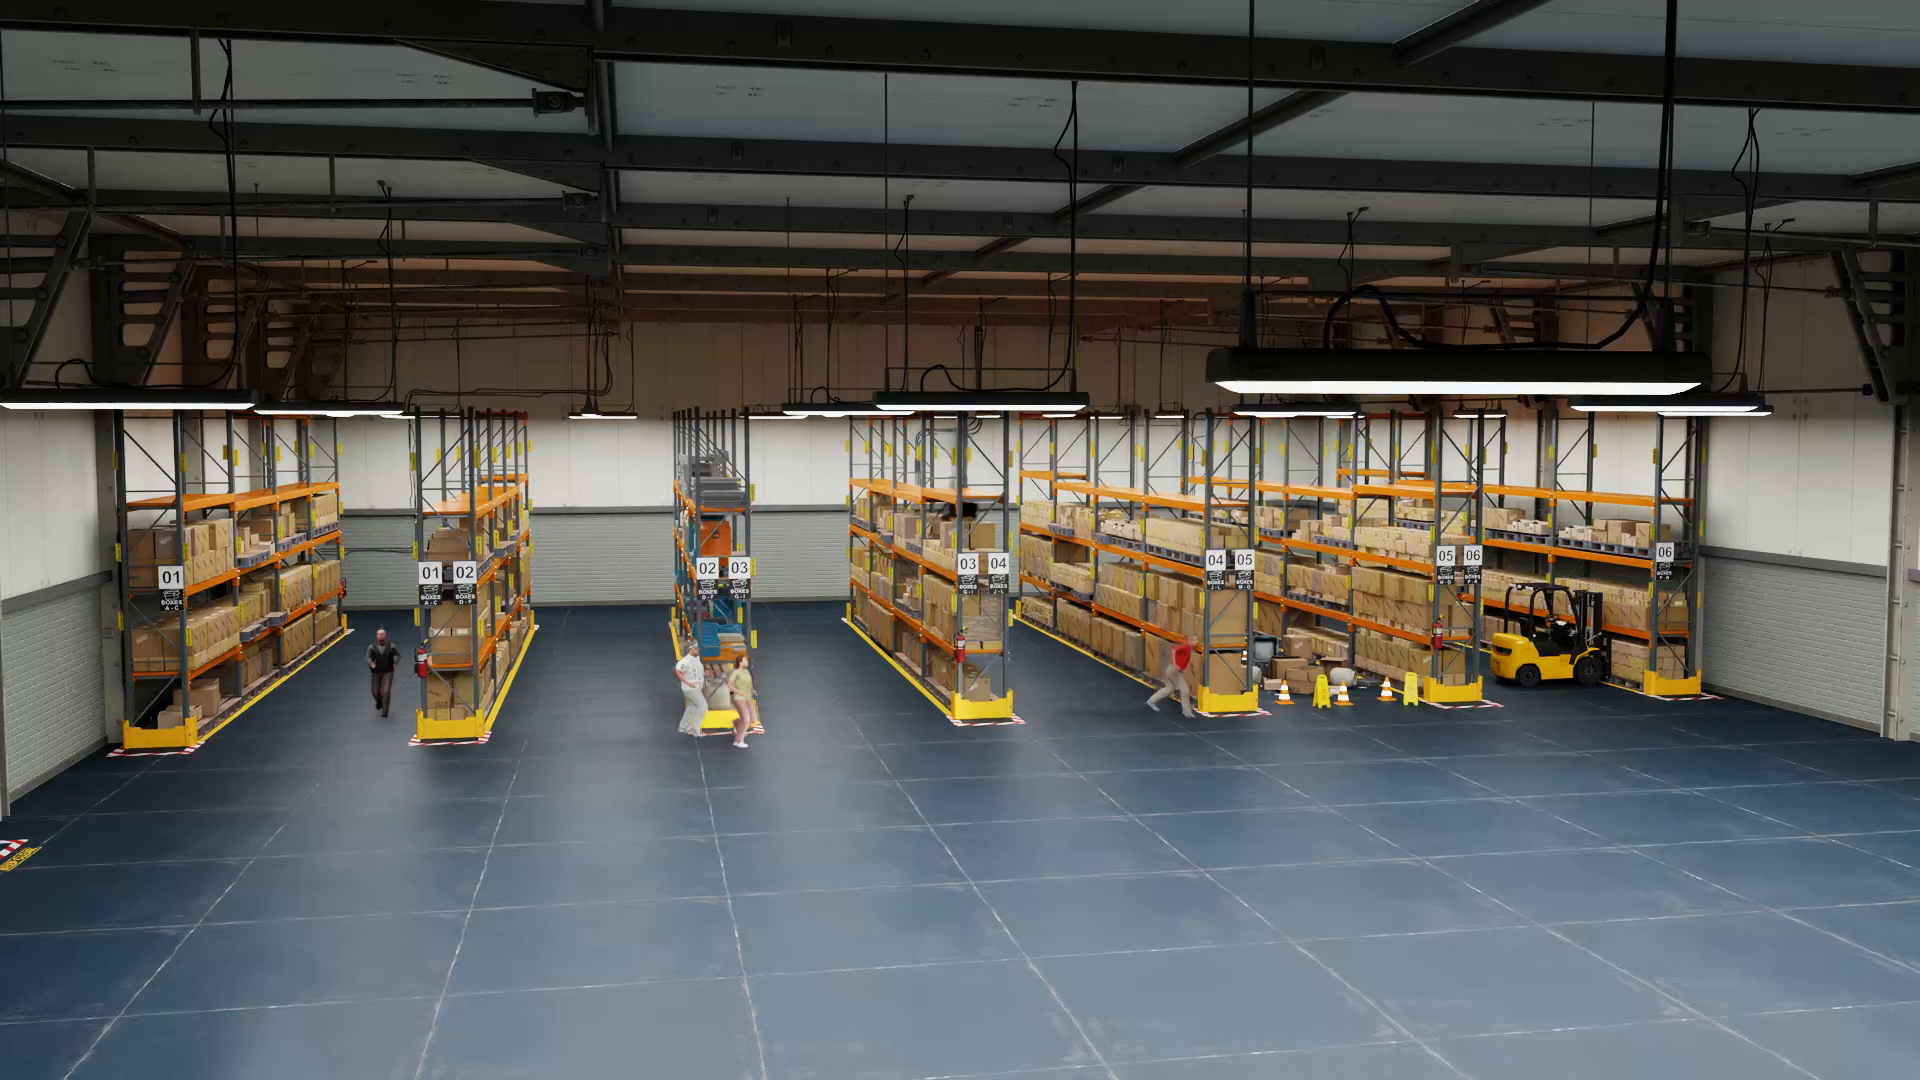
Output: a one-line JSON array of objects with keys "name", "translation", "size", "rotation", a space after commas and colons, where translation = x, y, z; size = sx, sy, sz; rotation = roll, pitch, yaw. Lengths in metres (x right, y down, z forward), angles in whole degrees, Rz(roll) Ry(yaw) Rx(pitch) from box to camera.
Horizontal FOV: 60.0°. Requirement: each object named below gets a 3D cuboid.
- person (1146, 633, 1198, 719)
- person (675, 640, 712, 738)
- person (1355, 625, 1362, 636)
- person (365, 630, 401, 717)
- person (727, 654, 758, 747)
[{"name": "person", "translation": [4.103, 2.640, 32.228], "size": [1.008, 1.693, 0.705], "rotation": [1, 4, 19]}, {"name": "person", "translation": [-4.836, 2.725, 30.193], "size": [0.684, 1.838, 0.648], "rotation": [0, 4, 4]}, {"name": "person", "translation": [10.557, 1.731, 44.535], "size": [0.592, 1.646, 0.633], "rotation": [-2, 4, -24]}, {"name": "person", "translation": [-11.226, 2.583, 32.351], "size": [0.669, 1.684, 0.760], "rotation": [-1, 4, -15]}, {"name": "person", "translation": [-3.890, 2.835, 29.540], "size": [0.570, 1.631, 0.623], "rotation": [2, 5, 30]}]
